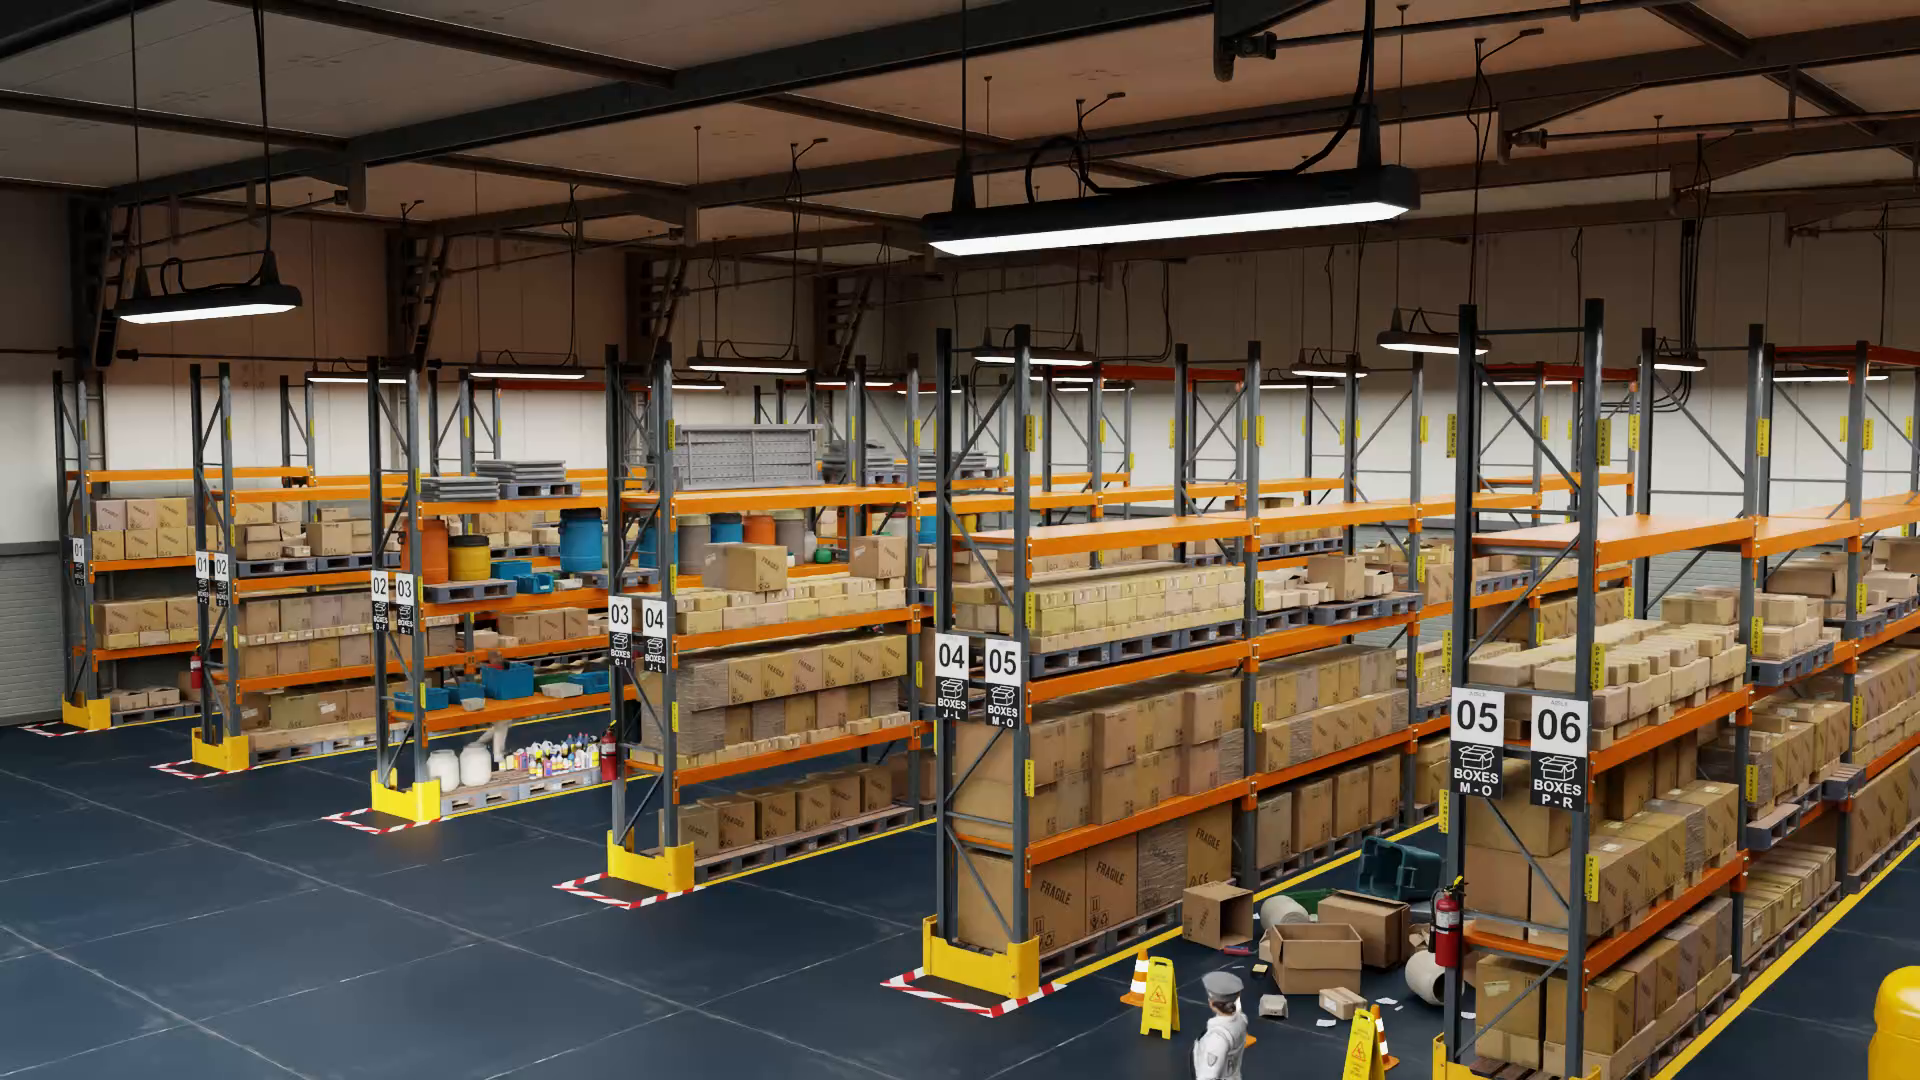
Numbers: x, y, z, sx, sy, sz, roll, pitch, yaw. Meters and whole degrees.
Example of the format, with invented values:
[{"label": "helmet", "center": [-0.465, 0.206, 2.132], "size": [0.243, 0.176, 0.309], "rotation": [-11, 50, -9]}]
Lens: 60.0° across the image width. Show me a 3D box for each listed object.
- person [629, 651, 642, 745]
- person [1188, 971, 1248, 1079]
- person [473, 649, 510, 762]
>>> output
[{"label": "person", "center": [-5.167, 2.477, 26.258], "size": [0.467, 1.620, 0.347], "rotation": [-3, 5, -33]}, {"label": "person", "center": [1.584, 3.571, 10.570], "size": [0.448, 1.685, 0.554], "rotation": [1, 4, 18]}, {"label": "person", "center": [-7.015, 2.488, 25.016], "size": [0.609, 1.714, 0.548], "rotation": [-2, 4, -21]}]
